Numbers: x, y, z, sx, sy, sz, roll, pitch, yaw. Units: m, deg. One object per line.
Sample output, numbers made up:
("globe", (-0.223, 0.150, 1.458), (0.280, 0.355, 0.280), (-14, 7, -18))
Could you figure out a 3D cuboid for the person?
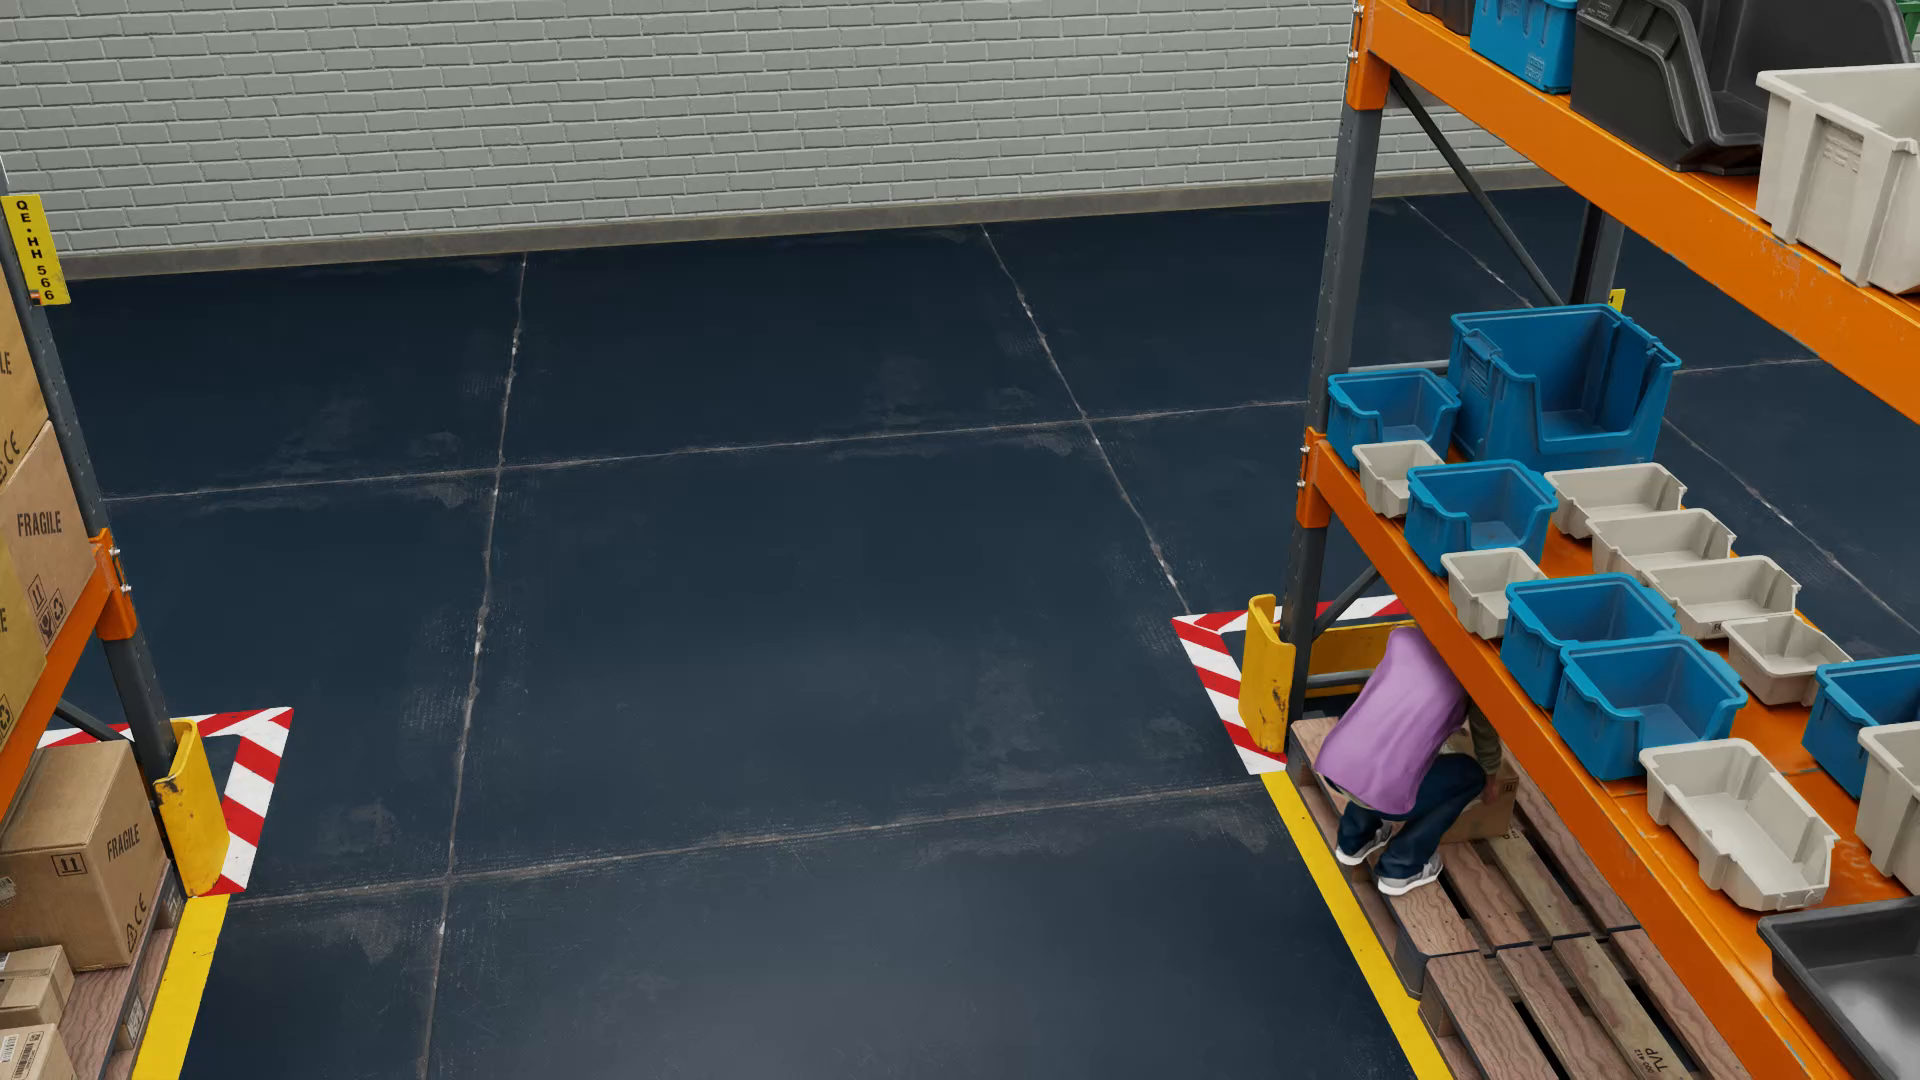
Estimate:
("person", (1.446, 0.668, 5.328), (0.792, 0.880, 0.442), (-22, 37, -32))
